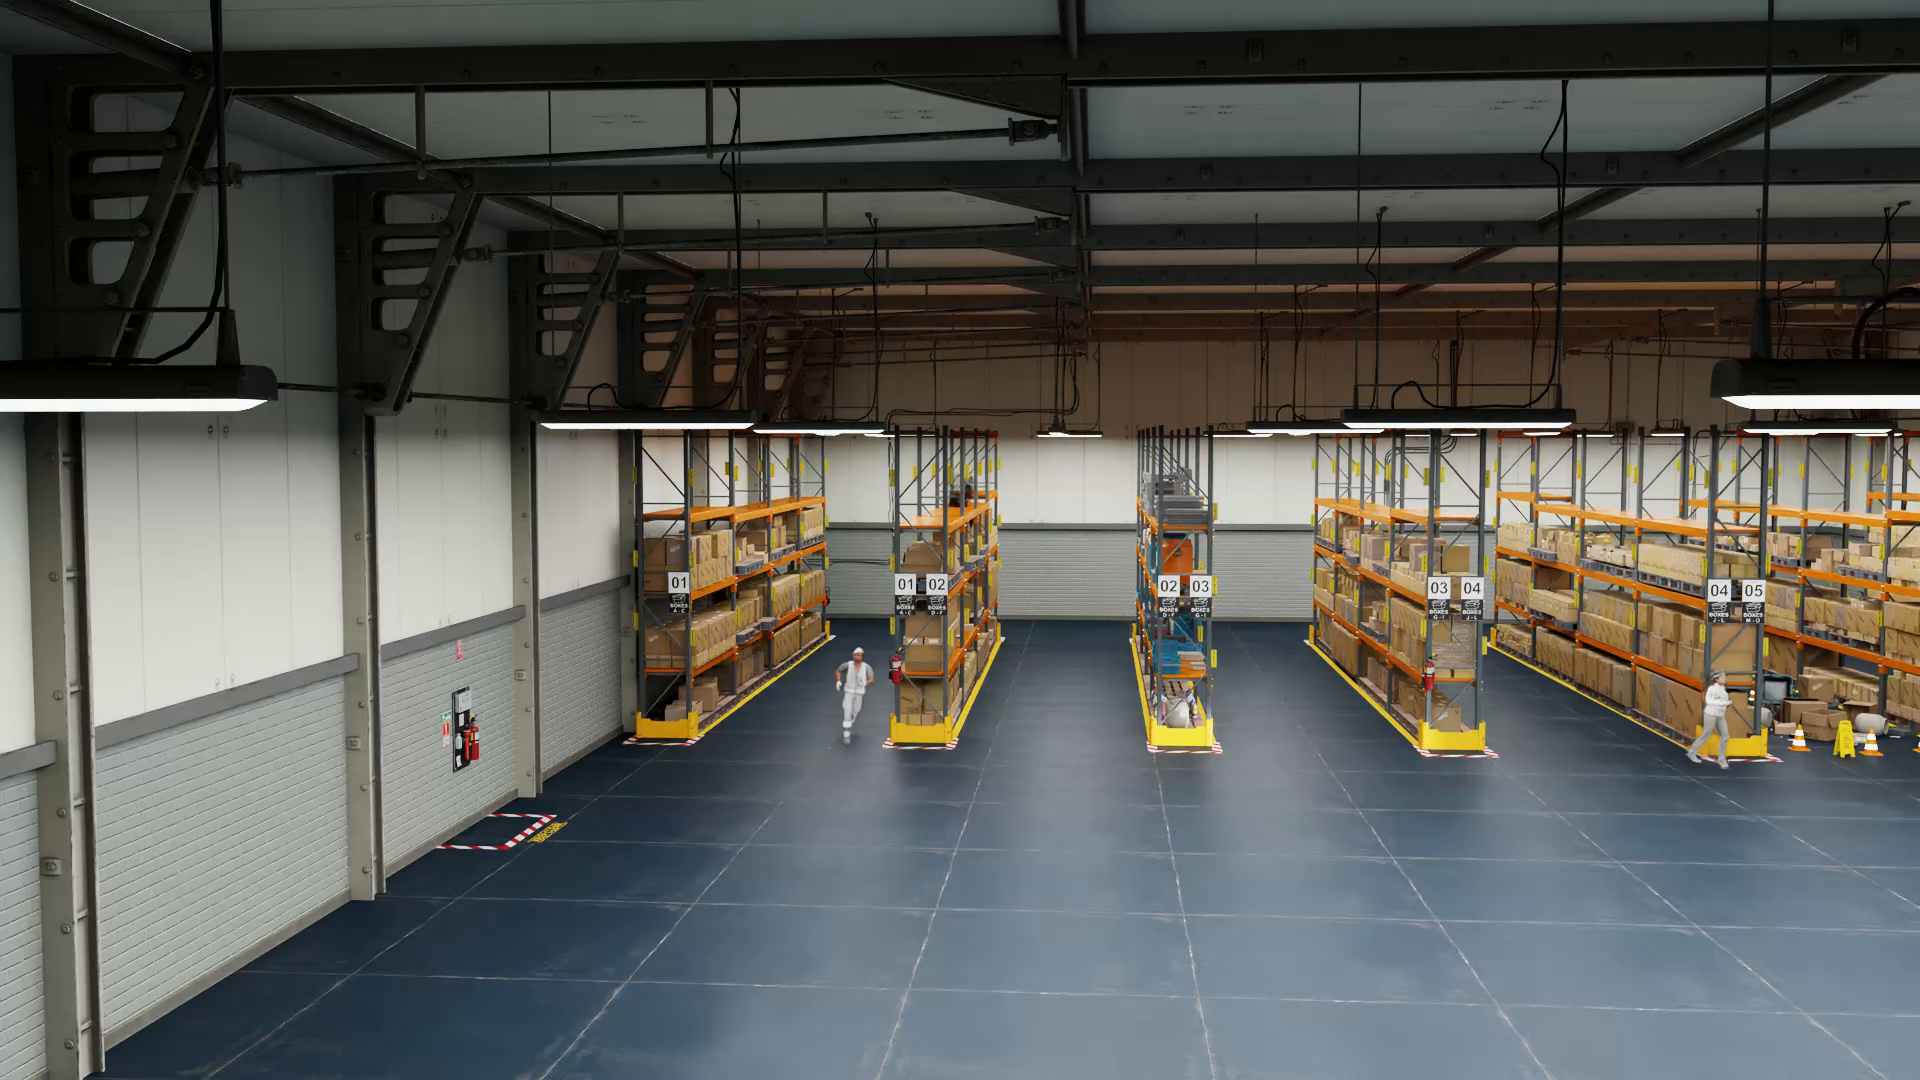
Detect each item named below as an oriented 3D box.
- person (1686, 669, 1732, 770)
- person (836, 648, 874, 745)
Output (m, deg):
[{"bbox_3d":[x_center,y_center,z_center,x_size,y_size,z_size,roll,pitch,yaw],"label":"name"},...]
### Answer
[{"bbox_3d":[13.224,3.126,29.188,0.617,1.745,0.760,-2,4,-36],"label":"person"},{"bbox_3d":[-1.998,2.930,31.640,0.718,1.775,0.969,-1,4,-13],"label":"person"}]
